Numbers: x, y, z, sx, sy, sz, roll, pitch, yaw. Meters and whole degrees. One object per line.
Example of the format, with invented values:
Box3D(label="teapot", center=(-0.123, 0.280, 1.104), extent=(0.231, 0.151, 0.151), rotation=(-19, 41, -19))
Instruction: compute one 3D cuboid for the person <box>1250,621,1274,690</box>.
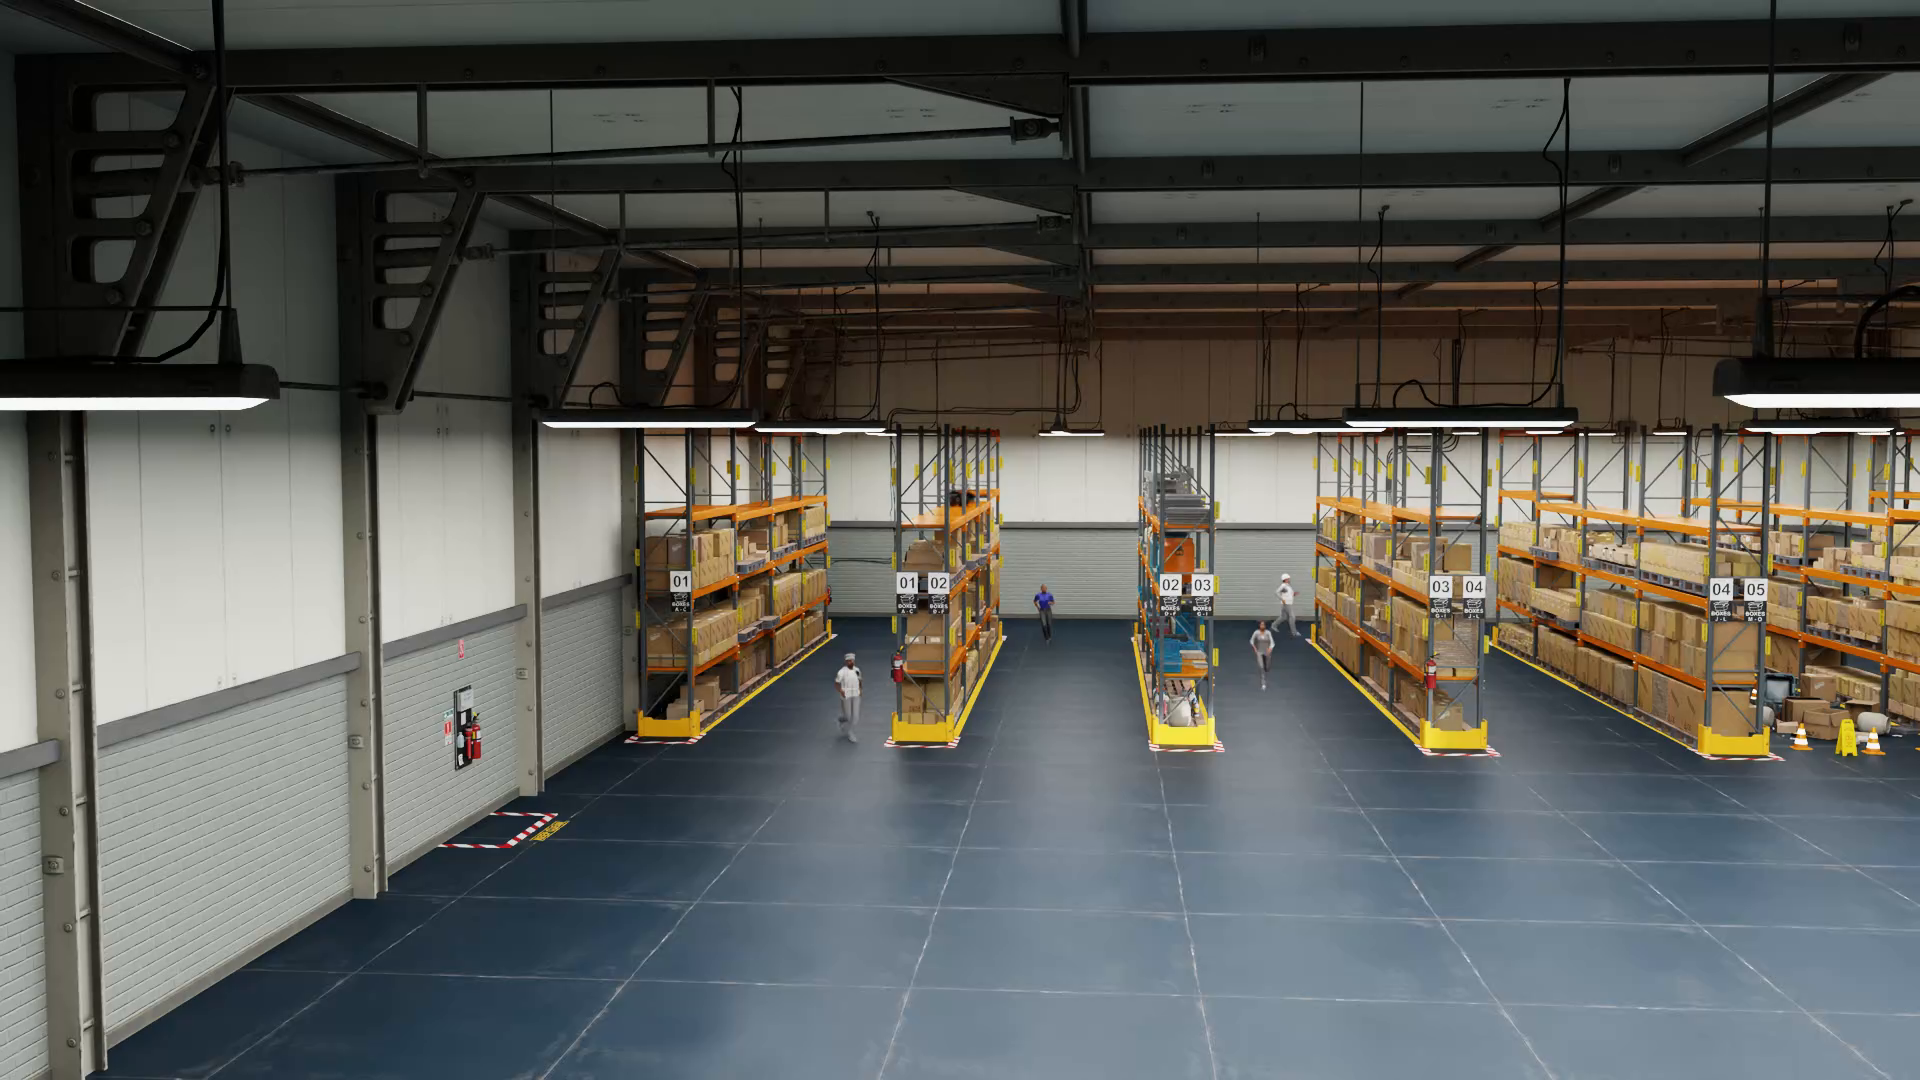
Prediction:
Box3D(label="person", center=(6.959, 2.635, 38.304), extent=(0.530, 1.571, 0.853), rotation=(0, 3, -1))

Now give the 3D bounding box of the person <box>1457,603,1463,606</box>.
Box3D(label="person", center=(14.168, 2.080, 47.064), extent=(0.857, 1.581, 0.684), rotation=(-3, 4, -36))

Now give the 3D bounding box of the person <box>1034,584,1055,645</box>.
Box3D(label="person", center=(2.372, 2.092, 46.486), extent=(0.578, 1.701, 0.719), rotation=(0, 3, -6))

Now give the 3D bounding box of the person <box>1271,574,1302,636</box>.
Box3D(label="person", center=(9.495, 1.873, 48.322), extent=(0.929, 1.778, 0.647), rotation=(1, 4, 21))

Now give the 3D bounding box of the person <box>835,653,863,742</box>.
Box3D(label="person", center=(-2.104, 2.973, 31.706), extent=(0.575, 1.669, 0.668), rotation=(-2, 4, -24))
